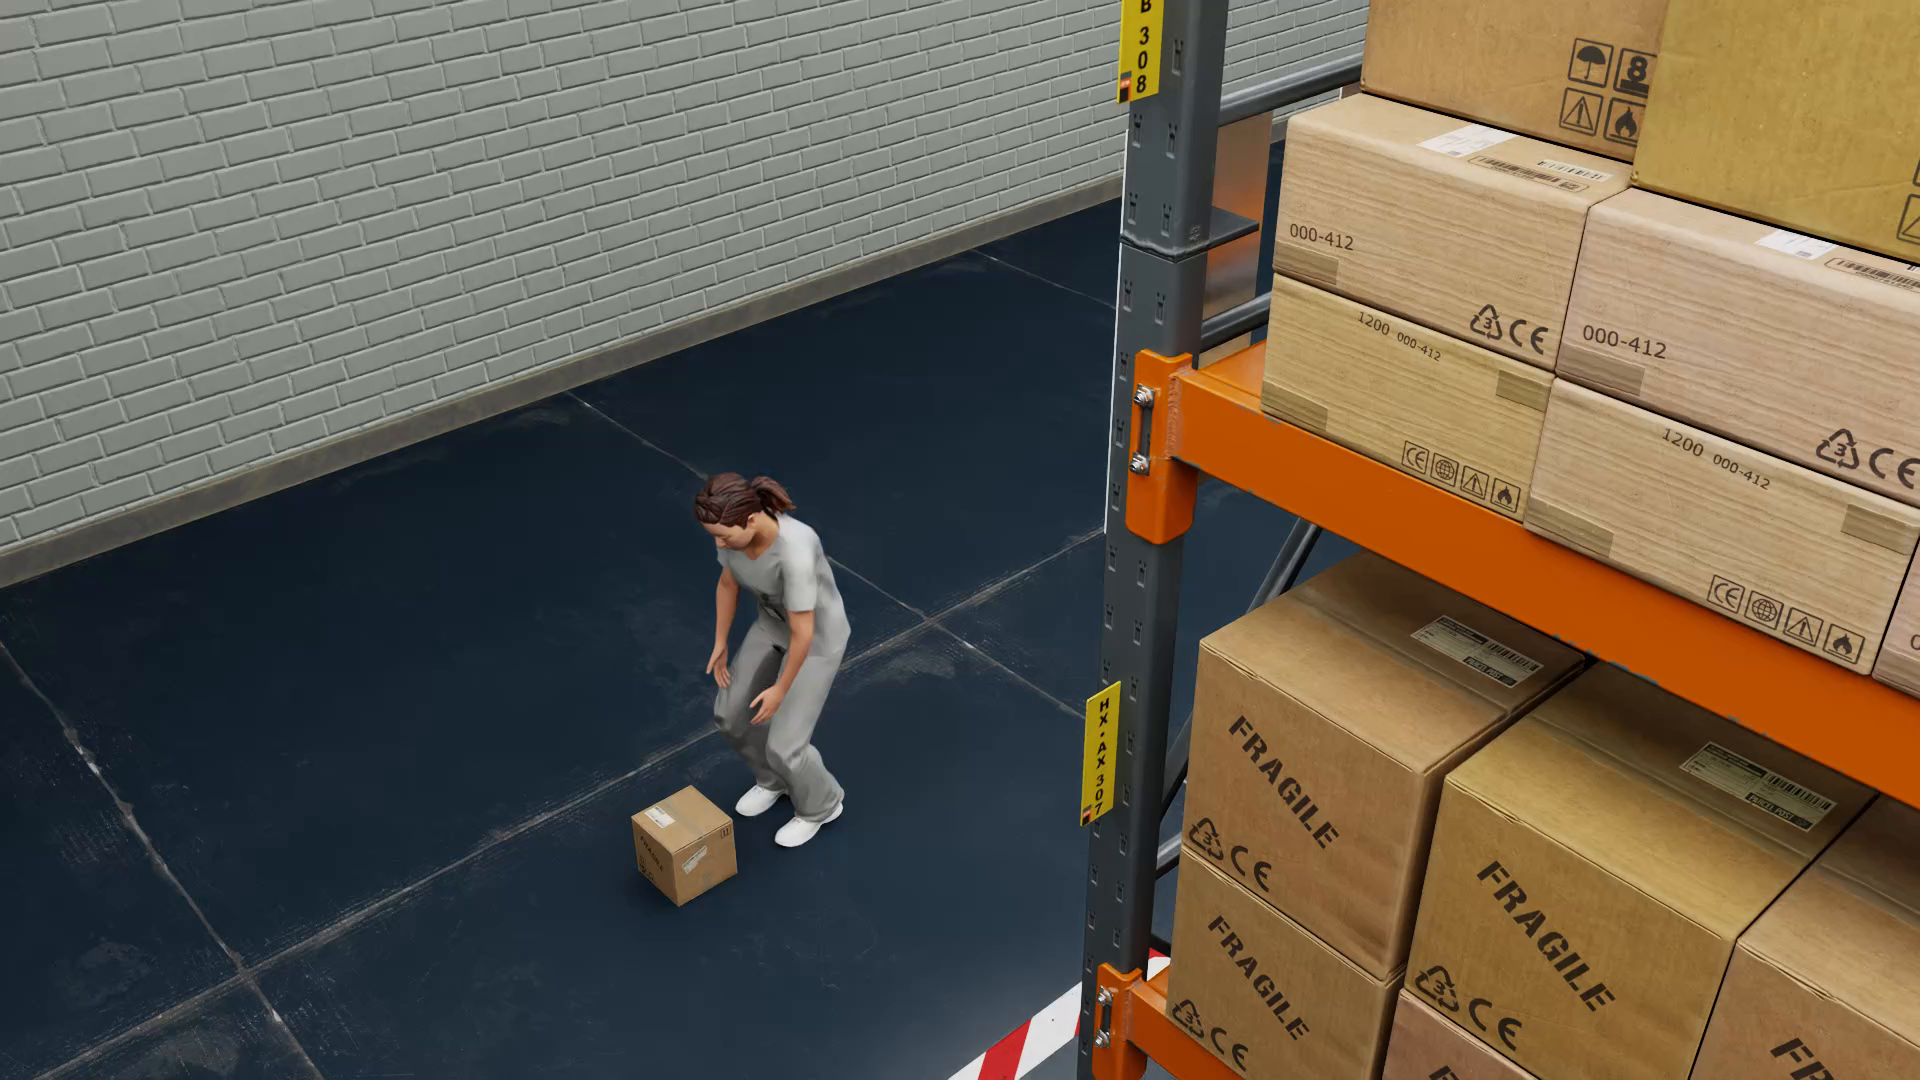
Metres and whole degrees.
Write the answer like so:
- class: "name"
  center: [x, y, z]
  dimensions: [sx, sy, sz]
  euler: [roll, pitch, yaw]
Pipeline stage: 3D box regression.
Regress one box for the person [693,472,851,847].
- class: "person"
  center: [-0.620, 0.385, 5.678]
  dimensions: [0.532, 1.515, 0.483]
  euler: [-25, 40, -35]
